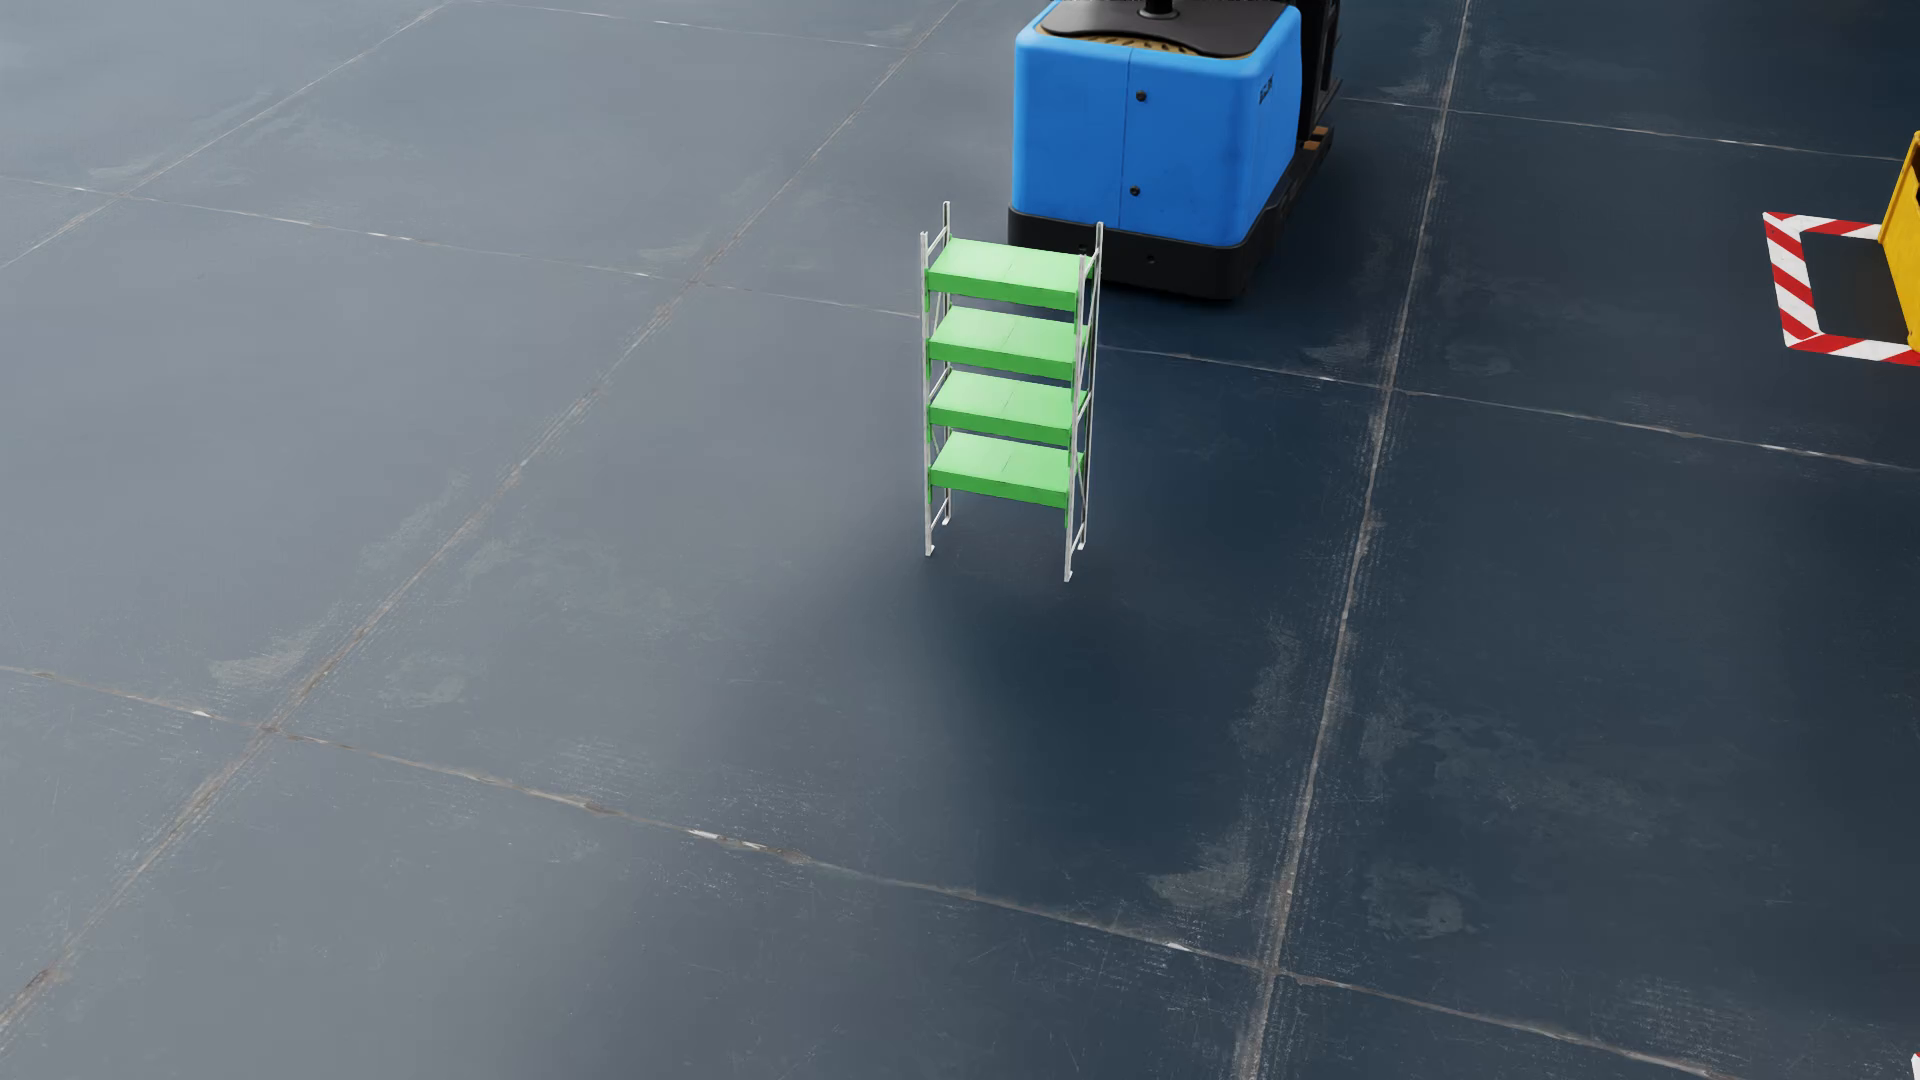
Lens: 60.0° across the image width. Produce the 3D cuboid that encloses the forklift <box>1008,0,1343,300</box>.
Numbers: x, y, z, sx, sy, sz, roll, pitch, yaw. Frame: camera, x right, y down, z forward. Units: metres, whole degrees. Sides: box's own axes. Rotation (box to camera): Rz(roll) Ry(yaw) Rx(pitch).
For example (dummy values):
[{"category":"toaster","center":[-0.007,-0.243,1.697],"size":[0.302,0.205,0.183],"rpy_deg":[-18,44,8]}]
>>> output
[{"category":"forklift","center":[1.229,-3.063,7.439],"size":[1.130,2.935,3.031],"rpy_deg":[13,38,17]}]

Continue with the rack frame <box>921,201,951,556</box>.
[{"category":"rack frame","center":[-0.075,-0.497,5.413],"size":[0.015,1.200,0.240],"rpy_deg":[10,38,14]}]

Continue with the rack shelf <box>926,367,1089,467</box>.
[{"category":"rack shelf","center":[0.158,-0.402,5.392],"size":[0.480,0.148,0.258],"rpy_deg":[10,38,14]}]

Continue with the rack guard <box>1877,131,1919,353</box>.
[{"category":"rack guard","center":[4.222,-1.263,7.045],"size":[0.348,0.500,1.175],"rpy_deg":[10,38,14]}]

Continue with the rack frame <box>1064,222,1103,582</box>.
[{"category":"rack frame","center":[0.391,-0.411,5.296],"size":[0.015,1.200,0.240],"rpy_deg":[10,38,14]}]

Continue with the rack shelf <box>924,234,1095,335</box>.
[{"category":"rack shelf","center":[0.158,-0.789,5.108],"size":[0.480,0.148,0.258],"rpy_deg":[10,38,14]}]

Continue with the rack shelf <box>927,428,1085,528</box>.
[{"category":"rack shelf","center":[0.158,-0.209,5.535],"size":[0.480,0.148,0.258],"rpy_deg":[10,38,14]}]

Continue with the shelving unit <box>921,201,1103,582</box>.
[{"category":"shelving unit","center":[0.158,-0.454,5.355],"size":[0.503,1.200,0.258],"rpy_deg":[10,38,14]}]

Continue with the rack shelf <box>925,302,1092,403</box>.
[{"category":"rack shelf","center":[0.158,-0.596,5.250],"size":[0.480,0.148,0.258],"rpy_deg":[10,38,14]}]
